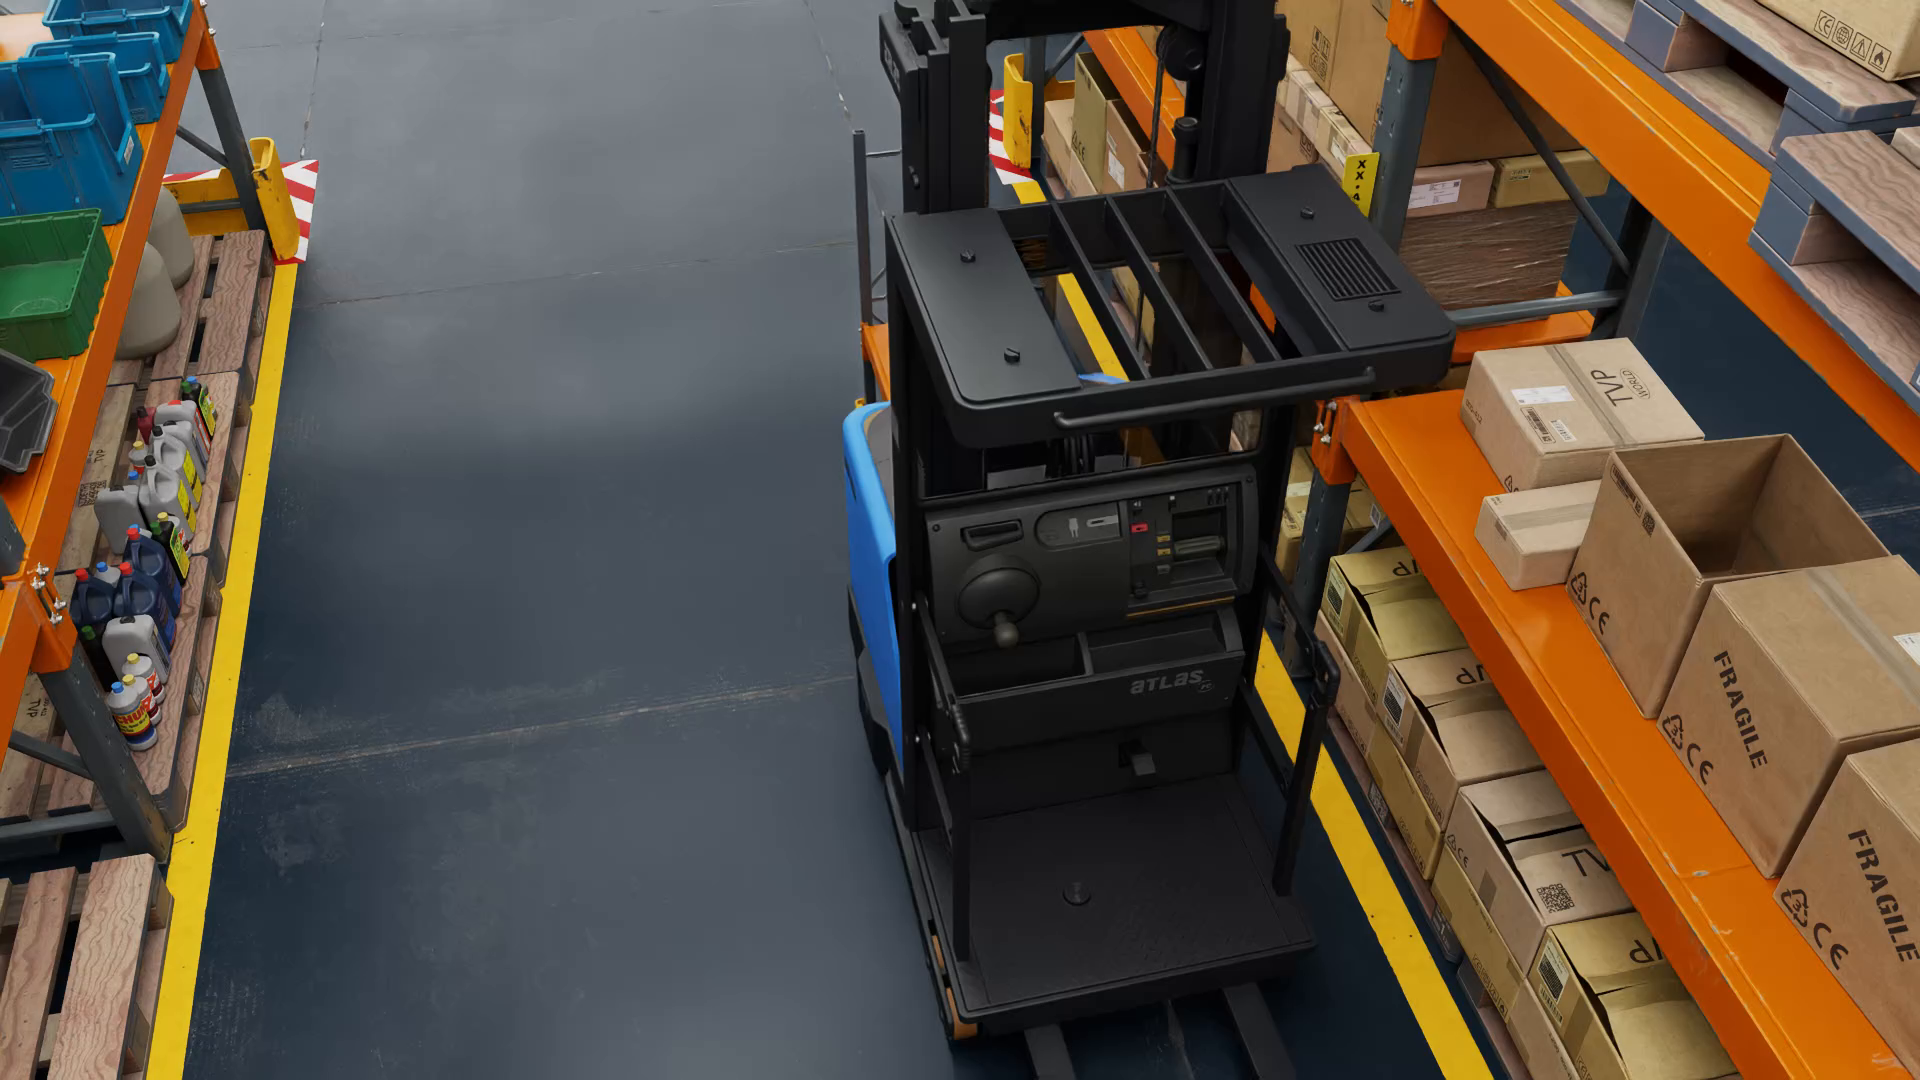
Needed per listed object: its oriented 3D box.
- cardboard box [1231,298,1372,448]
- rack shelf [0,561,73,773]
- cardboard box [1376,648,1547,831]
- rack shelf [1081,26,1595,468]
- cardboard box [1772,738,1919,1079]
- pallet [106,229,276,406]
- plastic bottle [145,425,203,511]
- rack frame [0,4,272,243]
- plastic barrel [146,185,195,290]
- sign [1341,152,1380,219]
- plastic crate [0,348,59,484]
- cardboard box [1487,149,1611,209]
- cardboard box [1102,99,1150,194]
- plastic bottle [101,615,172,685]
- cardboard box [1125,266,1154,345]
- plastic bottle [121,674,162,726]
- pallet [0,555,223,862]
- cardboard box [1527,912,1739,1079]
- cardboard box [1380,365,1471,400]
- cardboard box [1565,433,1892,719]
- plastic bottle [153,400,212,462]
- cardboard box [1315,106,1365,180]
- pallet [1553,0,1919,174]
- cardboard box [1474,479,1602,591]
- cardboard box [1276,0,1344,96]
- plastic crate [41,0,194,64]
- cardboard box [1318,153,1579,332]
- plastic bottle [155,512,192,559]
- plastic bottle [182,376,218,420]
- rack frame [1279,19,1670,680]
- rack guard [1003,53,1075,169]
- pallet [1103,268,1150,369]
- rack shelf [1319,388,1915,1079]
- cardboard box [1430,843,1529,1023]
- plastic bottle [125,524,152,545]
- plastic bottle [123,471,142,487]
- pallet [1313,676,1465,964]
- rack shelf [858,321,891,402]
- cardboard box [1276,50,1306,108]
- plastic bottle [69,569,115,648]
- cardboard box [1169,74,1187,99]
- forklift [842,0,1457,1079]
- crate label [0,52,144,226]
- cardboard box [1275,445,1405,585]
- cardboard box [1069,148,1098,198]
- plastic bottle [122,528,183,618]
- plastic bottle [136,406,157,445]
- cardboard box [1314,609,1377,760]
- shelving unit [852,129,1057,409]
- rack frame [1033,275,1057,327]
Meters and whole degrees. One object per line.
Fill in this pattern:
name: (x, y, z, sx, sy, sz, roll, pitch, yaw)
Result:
cardboard box: (1.292, -0.719, 6.490, 0.500, 0.500, 0.500, -8, 42, -9)
rack shelf: (-2.704, 1.558, 3.277, 1.077, 0.370, 4.000, -8, 42, -9)
cardboard box: (1.651, 0.576, 5.174, 0.500, 0.311, 0.500, -9, 42, -10)
rack shelf: (1.270, -1.742, 6.995, 1.077, 0.370, 4.000, -8, 42, -9)
cardboard box: (2.187, 0.755, 3.564, 0.500, 0.500, 0.500, -10, 43, -12)
pallet: (-3.766, -0.987, 7.703, 1.003, 0.211, 1.213, -8, 42, -9)
plastic bottle: (-3.077, -0.282, 6.473, 0.144, 0.351, 0.185, -7, 42, -8)
rack frame: (-3.999, -2.600, 7.420, 1.000, 3.000, 0.127, -8, 42, -9)
plastic barrel: (-3.782, -1.411, 7.638, 0.421, 0.512, 0.421, 0, 42, 0)
sign: (1.160, -0.988, 4.891, 0.100, 0.325, 0.005, -8, 42, -9)
plastic crate: (-3.124, -0.342, 4.922, 0.767, 0.338, 0.504, -8, 42, -9)
cardboard box: (1.833, -1.197, 5.275, 0.380, 0.149, 0.250, -8, 42, -9)
cardboard box: (0.967, -1.691, 7.586, 0.500, 0.500, 0.500, -8, 42, -9)
plastic bottle: (-2.873, 0.372, 5.792, 0.152, 0.276, 0.135, -7, 42, -8)
cardboard box: (1.059, -1.084, 7.467, 0.500, 0.250, 0.500, -8, 42, -9)
plastic bottle: (-2.798, 0.539, 5.659, 0.097, 0.201, 0.097, 0, 42, 0)
pallet: (-3.240, 0.594, 5.922, 1.003, 0.211, 1.213, -8, 42, -9)
cardboard box: (1.881, 1.247, 4.418, 0.500, 0.311, 0.500, -7, 42, -8)
cardboard box: (1.907, -0.469, 6.209, 0.500, 0.500, 0.500, -8, 42, -9)
cardboard box: (1.965, 0.090, 4.314, 0.500, 0.500, 0.500, -6, 42, -6)
plastic bottle: (-3.147, -0.451, 6.719, 0.152, 0.276, 0.135, -8, 42, -9)
cardboard box: (1.383, -1.301, 5.392, 0.380, 0.149, 0.250, -9, 42, -10)
pallet: (1.905, -1.195, 3.721, 0.805, 0.209, 1.217, -10, 43, -11)
cardboard box: (1.693, -0.017, 4.699, 0.380, 0.149, 0.250, -8, 42, -9)
cardboard box: (1.490, -1.851, 5.524, 0.700, 0.500, 0.500, -8, 42, -9)
plastic crate: (-3.599, -2.263, 7.152, 0.499, 0.251, 0.616, -8, 42, -9)
cardboard box: (1.600, -1.039, 5.585, 0.700, 0.500, 0.500, -9, 42, -10)
plastic bottle: (-2.984, -0.017, 6.286, 0.097, 0.201, 0.097, 0, 42, 0)
plastic bottle: (-3.174, -0.591, 6.932, 0.097, 0.201, 0.097, 0, 42, 0)
rack frame: (1.702, -0.715, 5.296, 1.000, 3.000, 0.127, -8, 42, -9)
rack guard: (0.833, -2.388, 9.064, 1.175, 0.500, 0.348, -8, 42, -9)
pallet: (1.304, -0.986, 7.701, 1.003, 0.211, 1.213, -8, 42, -9)
rack shelf: (2.134, 0.851, 4.074, 1.077, 0.370, 4.000, -8, 42, -9)
cardboard box: (1.771, 1.120, 4.983, 0.500, 0.250, 0.500, -10, 42, -11)
plastic bottle: (-3.014, 0.053, 6.154, 0.097, 0.271, 0.097, 0, 42, 0)
plastic bottle: (-3.186, -0.181, 6.471, 0.097, 0.201, 0.097, 0, 42, 0)
pallet: (1.899, 0.800, 5.690, 1.003, 0.211, 1.213, -8, 42, -9)
rack shelf: (-0.039, -0.536, 6.494, 0.538, 0.185, 1.000, -9, 42, -10)
cardboard box: (1.266, -1.640, 5.774, 0.380, 0.149, 0.250, -8, 42, -9)
plastic bottle: (-3.045, 0.257, 5.865, 0.144, 0.351, 0.185, -8, 42, -9)
cardboard box: (1.264, -2.037, 6.710, 0.700, 0.500, 0.500, -7, 42, -8)
forklift: (0.422, 0.132, 4.394, 1.130, 2.935, 3.031, -9, 42, -10)
crate label: (-3.338, -1.459, 6.108, 0.502, 0.435, 0.616, -8, 42, -9)
cardboard box: (1.388, -0.113, 6.372, 0.500, 0.250, 0.500, -8, 42, -9)
cardboard box: (0.849, -1.733, 8.198, 0.500, 0.250, 0.500, -8, 42, -9)
plastic bottle: (-2.945, 0.114, 6.026, 0.144, 0.351, 0.185, -10, 43, -11)
plastic bottle: (-3.251, -0.438, 6.699, 0.061, 0.283, 0.133, -8, 42, -9)
cardboard box: (1.547, 0.454, 5.734, 0.500, 0.250, 0.500, -9, 42, -10)
shelving unit: (-0.037, -0.664, 6.368, 0.587, 1.500, 1.083, -9, 42, -10)
rack frame: (0.077, -0.342, 6.005, 0.500, 1.500, 0.032, -9, 42, -10)
